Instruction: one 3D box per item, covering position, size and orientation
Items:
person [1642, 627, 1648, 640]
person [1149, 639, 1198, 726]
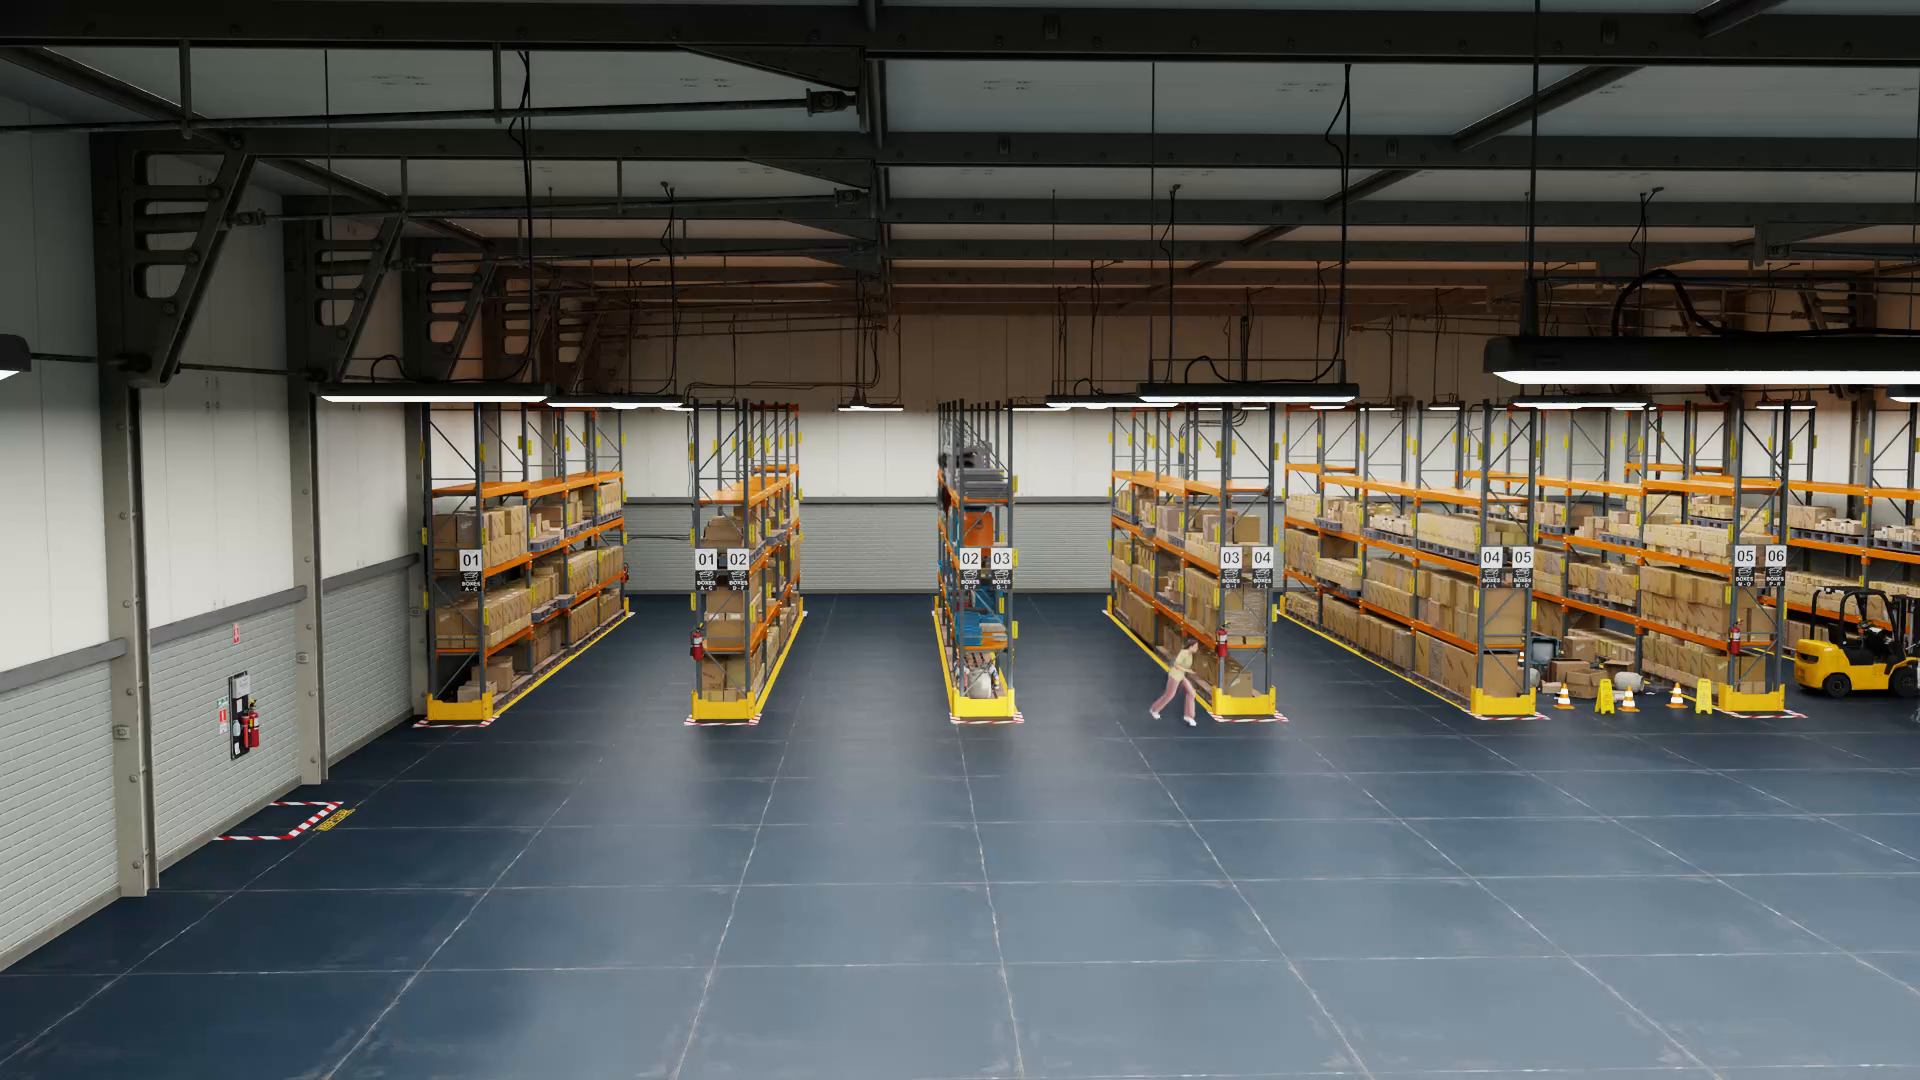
[{"bbox_3d":[16.649,1.829,40.072,0.659,1.753,0.878,0,4,0],"label":"person"},{"bbox_3d":[3.954,2.614,30.780,0.963,1.627,0.617,2,5,26],"label":"person"}]
